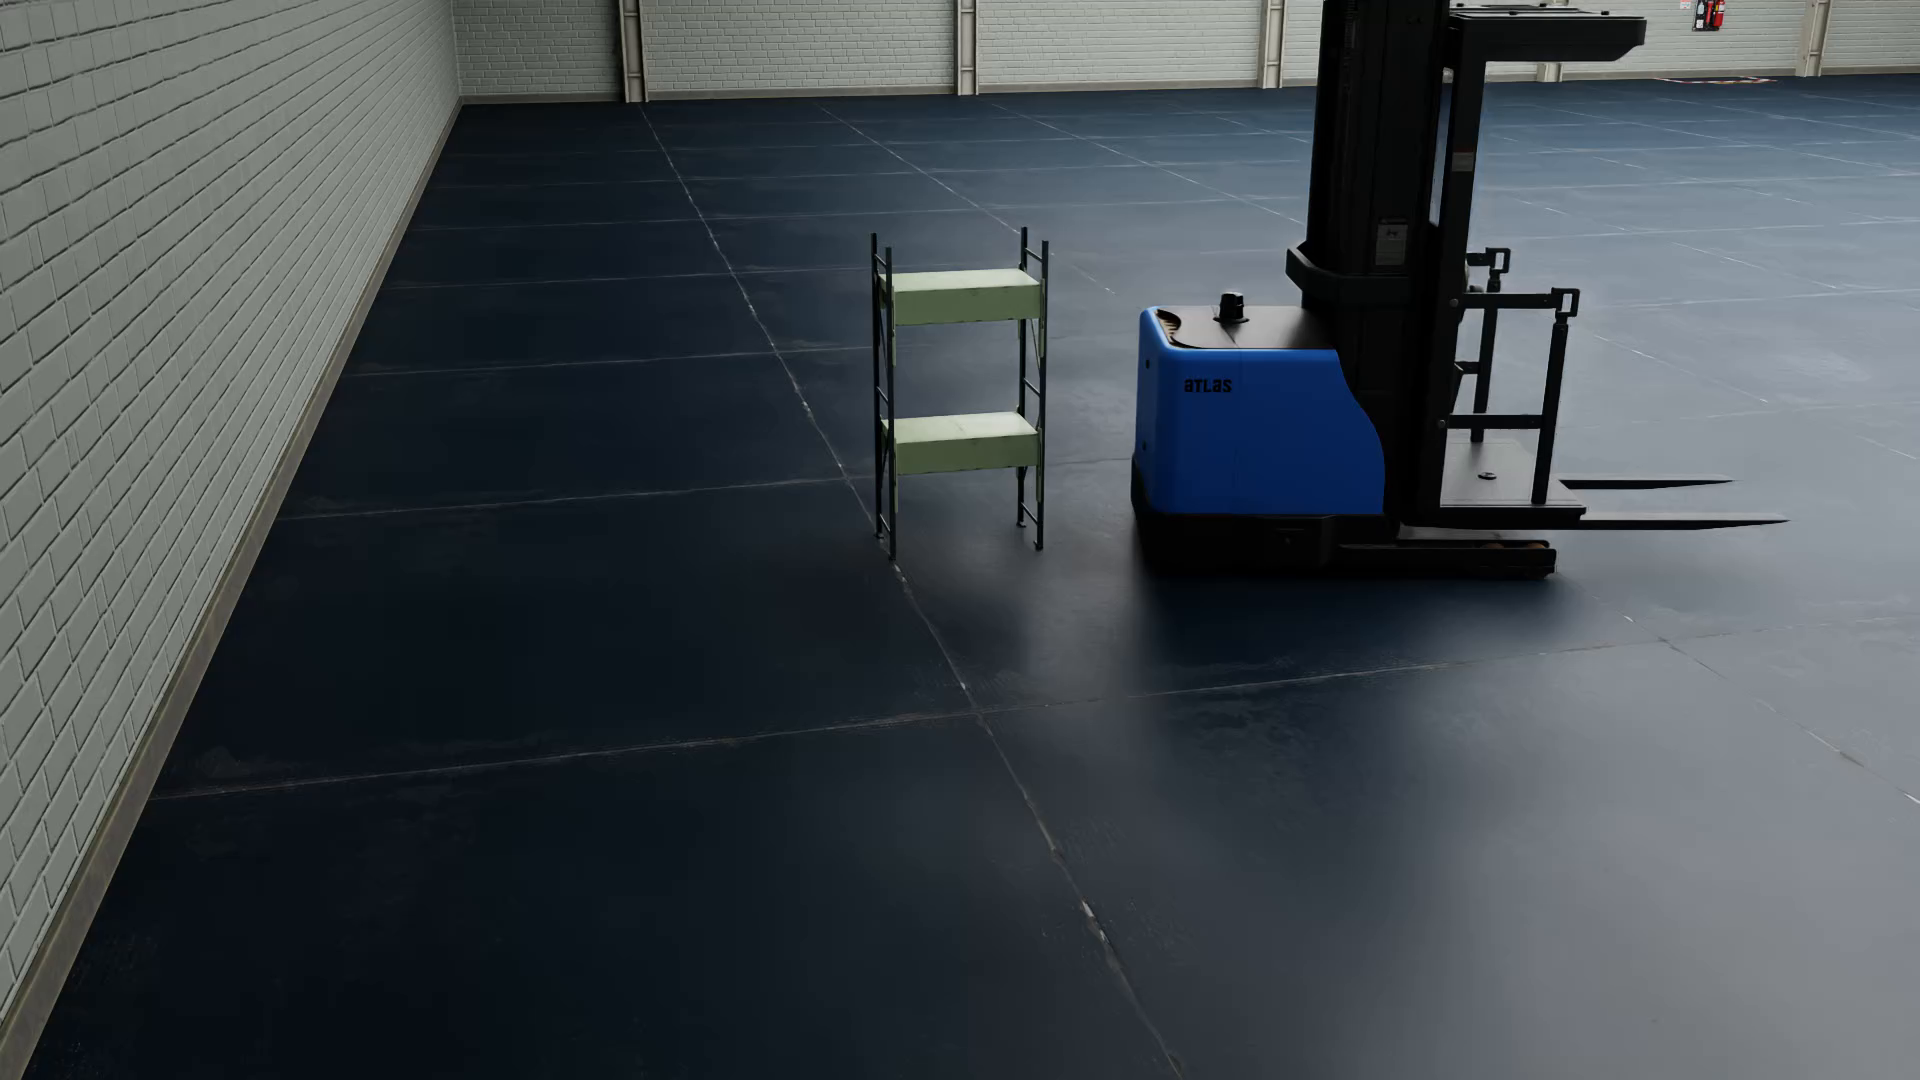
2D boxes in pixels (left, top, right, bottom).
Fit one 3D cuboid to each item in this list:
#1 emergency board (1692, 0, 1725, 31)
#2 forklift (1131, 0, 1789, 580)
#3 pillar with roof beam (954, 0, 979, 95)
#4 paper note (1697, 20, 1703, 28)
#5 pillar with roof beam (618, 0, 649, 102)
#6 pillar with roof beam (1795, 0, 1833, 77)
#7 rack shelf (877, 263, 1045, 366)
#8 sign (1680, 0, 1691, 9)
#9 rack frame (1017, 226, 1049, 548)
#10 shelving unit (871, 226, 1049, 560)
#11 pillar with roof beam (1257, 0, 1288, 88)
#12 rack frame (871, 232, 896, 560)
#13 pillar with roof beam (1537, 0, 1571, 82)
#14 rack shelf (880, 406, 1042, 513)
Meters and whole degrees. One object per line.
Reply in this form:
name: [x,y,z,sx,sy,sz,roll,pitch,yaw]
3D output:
emergency board: [15.219,-10.889,33.597,0.643,1.169,0.194,-5,21,-12]
forklift: [2.397,-1.377,7.730,3.031,2.935,1.130,0,20,0]
pillar with roof beam: [1.107,-11.023,25.241,0.400,9.000,9.100,-5,21,-12]
paper note: [15.031,-10.485,33.774,0.142,0.148,0.016,-5,21,-12]
pillar with roof beam: [-4.732,-10.548,23.945,0.400,9.000,9.100,-5,21,-12]
pillar with roof beam: [18.623,-12.448,29.131,0.400,9.000,9.100,-5,21,-12]
rack shelf: [-0.006,-1.070,7.838,0.720,0.370,0.431,-5,21,-12]
sign: [14.657,-10.897,33.566,0.234,0.329,0.001,-5,21,-12]
rack frame: [0.350,-0.733,8.052,0.023,1.500,0.400,-5,21,-12]
shelving unit: [-0.006,-0.704,7.973,0.755,1.500,0.431,-5,21,-12]
pillar with roof beam: [6.945,-11.498,26.538,0.400,9.000,9.100,-5,21,-12]
rack frame: [-0.363,-0.675,7.894,0.023,1.500,0.400,-5,21,-12]
pillar with roof beam: [12.784,-11.973,27.834,0.400,9.000,9.100,-5,21,-12]
rack shelf: [-0.006,-0.398,8.085,0.720,0.370,0.431,-5,21,-12]
